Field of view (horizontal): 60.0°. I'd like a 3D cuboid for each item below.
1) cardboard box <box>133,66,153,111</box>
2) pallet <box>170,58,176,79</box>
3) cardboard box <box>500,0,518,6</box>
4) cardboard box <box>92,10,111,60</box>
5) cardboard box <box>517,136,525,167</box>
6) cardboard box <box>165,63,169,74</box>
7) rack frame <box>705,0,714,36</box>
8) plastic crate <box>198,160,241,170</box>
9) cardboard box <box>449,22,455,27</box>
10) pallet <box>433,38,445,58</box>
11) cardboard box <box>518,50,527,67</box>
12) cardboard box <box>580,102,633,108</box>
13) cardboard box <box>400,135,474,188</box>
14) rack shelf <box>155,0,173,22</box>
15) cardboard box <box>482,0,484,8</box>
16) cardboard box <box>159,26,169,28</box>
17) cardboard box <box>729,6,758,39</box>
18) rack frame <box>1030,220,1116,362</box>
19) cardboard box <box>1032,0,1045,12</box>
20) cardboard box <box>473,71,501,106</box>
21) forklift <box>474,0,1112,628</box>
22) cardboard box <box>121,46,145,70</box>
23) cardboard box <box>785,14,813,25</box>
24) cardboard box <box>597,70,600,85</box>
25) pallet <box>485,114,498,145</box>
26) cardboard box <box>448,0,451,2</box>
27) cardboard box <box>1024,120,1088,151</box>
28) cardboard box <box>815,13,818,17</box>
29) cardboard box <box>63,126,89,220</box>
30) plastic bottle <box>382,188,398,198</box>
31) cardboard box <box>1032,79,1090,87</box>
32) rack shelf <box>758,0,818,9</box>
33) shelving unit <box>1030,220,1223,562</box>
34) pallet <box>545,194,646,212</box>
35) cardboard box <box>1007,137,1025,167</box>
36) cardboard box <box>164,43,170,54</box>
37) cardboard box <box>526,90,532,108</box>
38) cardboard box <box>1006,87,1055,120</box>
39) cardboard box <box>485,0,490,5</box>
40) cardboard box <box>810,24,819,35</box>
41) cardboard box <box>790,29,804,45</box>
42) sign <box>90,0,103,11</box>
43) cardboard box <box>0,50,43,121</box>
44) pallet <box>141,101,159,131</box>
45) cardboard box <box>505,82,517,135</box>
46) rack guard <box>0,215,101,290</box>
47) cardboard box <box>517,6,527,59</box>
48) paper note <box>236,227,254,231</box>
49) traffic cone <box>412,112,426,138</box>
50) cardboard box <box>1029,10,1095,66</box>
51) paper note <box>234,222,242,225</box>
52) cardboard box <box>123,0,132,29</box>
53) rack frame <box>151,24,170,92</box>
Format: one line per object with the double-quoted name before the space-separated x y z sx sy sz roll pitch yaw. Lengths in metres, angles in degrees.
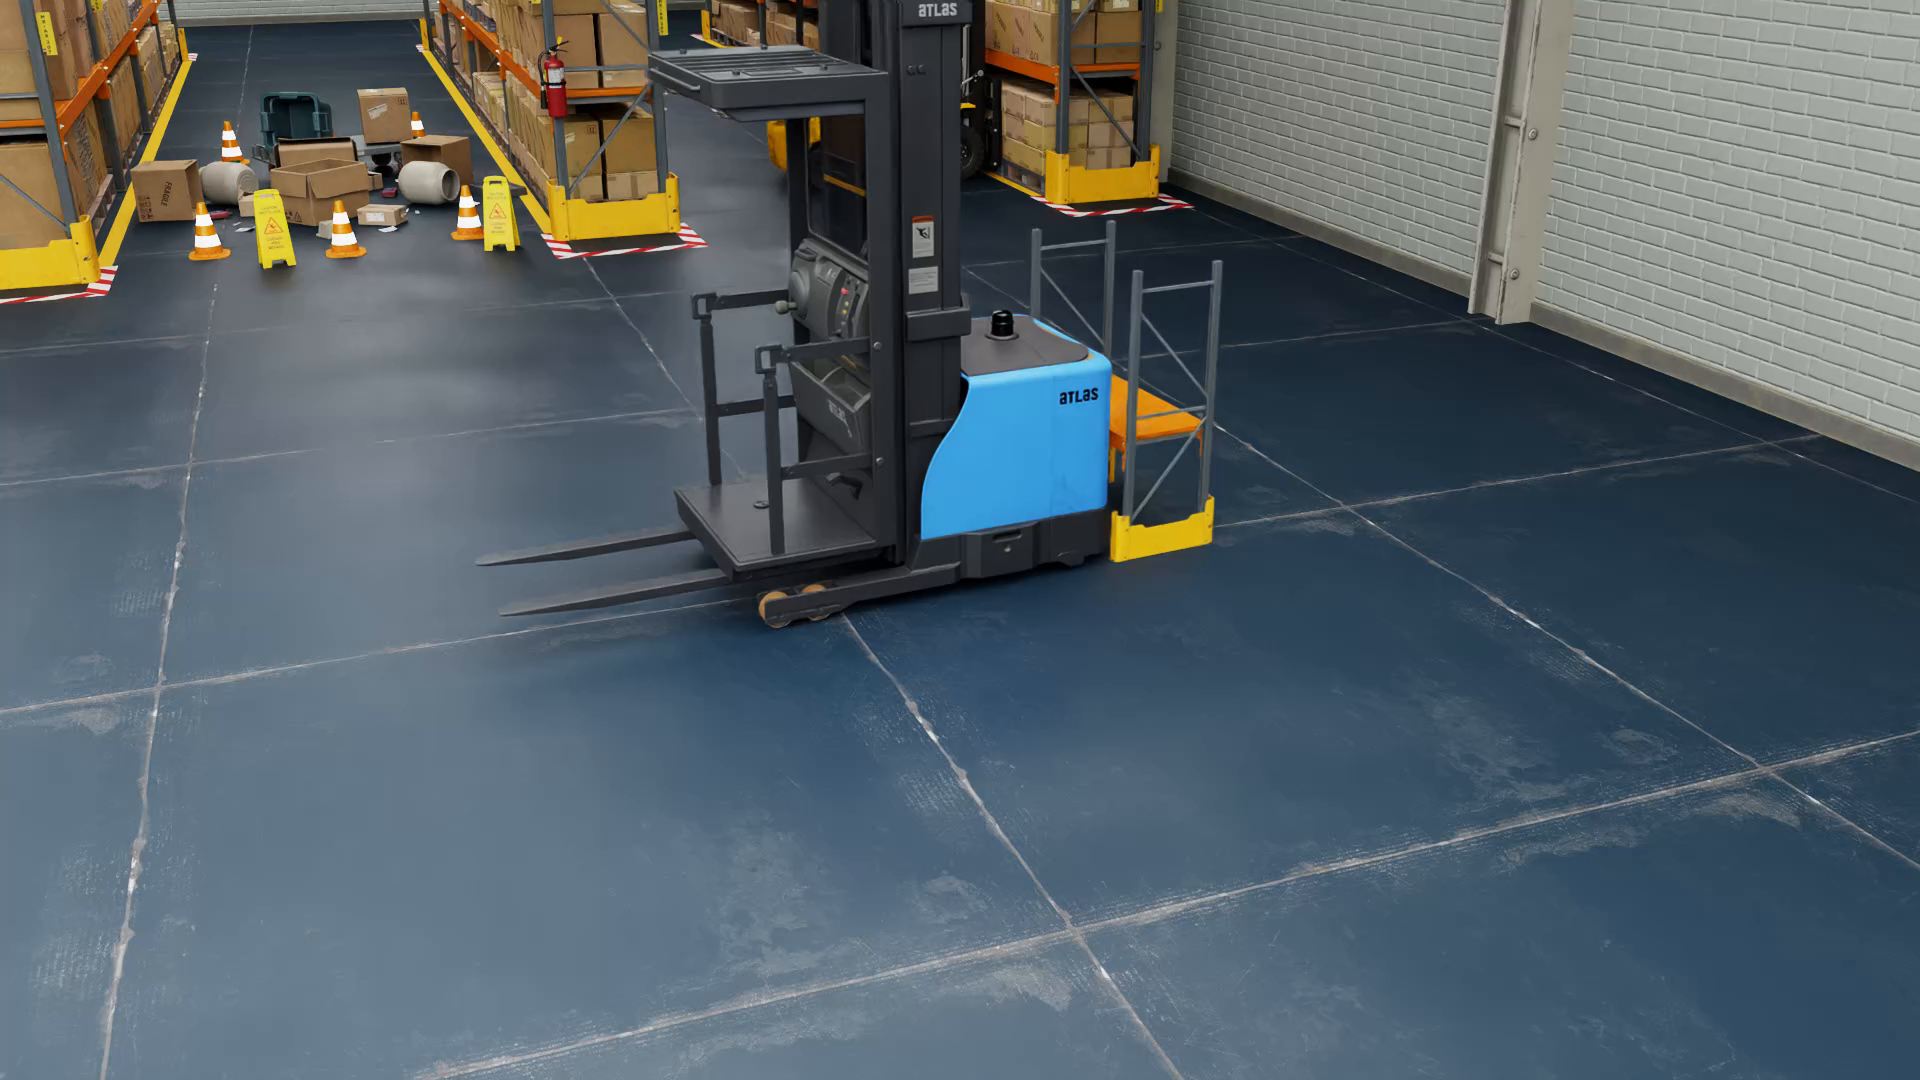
"cardboard box" -10.622 -5.756 21.223 0.500 0.500 0.500 -9 25 -21
"pallet" -12.729 -7.274 25.737 1.003 0.211 1.213 -8 24 -19
"cardboard box" -4.023 -5.387 15.871 0.700 0.500 0.500 -9 24 -20
"cardboard box" -9.132 -5.243 17.199 0.500 0.500 0.500 -8 24 -18
"cardboard box" -4.448 -4.168 17.776 0.500 0.250 0.500 -7 24 -16
"cardboard box" -11.852 -6.932 24.465 0.380 0.149 0.250 -9 25 -21
"rack frame" -4.200 -10.728 30.340 1.000 3.000 0.127 -8 24 -19
"plastic crate" -7.911 -3.817 17.490 0.450 0.188 0.662 -6 21 12
"cardboard box" -7.867 -8.173 27.037 0.875 0.438 0.875 -9 25 -21
"pallet" -8.486 -8.481 28.599 1.003 0.211 1.213 -8 24 -19
"cardboard box" -4.233 -4.857 16.735 0.380 0.149 0.250 -8 24 -19
"cardboard box" -3.583 -4.216 16.925 0.500 0.500 0.500 -8 24 -18
"cardboard box" -5.497 -3.958 17.495 0.500 0.500 0.500 8 24 18
"rack shelf" -12.731 -8.271 25.438 1.077 0.370 4.000 -8 24 -19
"cardboard box" -5.549 -6.479 20.042 0.380 0.149 0.250 -8 24 -17
"cardboard box" -12.736 -8.047 26.344 0.380 0.149 0.250 -9 25 -21
"cardboard box" -3.713 -9.012 28.948 0.500 0.500 0.500 -8 24 -18
"rack frame" 0.610 -0.989 9.165 0.500 1.500 0.032 -11 25 -24
"cardboard box" 0.950 -5.435 16.820 0.380 0.149 0.250 -8 24 -18
"cardboard box" -5.826 -5.914 21.763 0.950 0.372 0.625 -10 25 -23
"forklift" -0.805 -1.174 7.761 3.031 2.935 1.130 -10 25 -22
"cardboard box" -10.628 -6.094 21.058 0.500 0.250 0.500 -9 25 -21
"cardboard box" -2.528 -8.169 26.111 0.380 0.149 0.250 -9 24 -20
"cardboard box" -3.219 -4.358 15.550 0.380 0.149 0.250 -8 24 -18
"pallet" -5.314 -5.127 20.642 1.003 0.211 1.213 -8 24 -19
"cardboard box" -7.002 -7.768 23.510 0.500 0.250 0.500 -9 24 -20
"cardboard box" 0.988 -4.205 17.220 0.500 0.250 0.500 -9 24 -20
"cardboard box" -2.080 -8.249 26.303 0.380 0.149 0.250 -10 25 -22
"cardboard box" -8.399 -3.287 14.882 0.875 0.875 0.875 -9 24 -20
"plastic bottle" -5.901 -3.605 17.224 0.133 0.061 0.283 -4 23 -10
"cardboard box" 1.113 -4.866 18.146 0.500 0.250 0.500 -9 24 -19
"rack shelf" -2.080 -8.216 25.308 1.077 0.370 4.000 -8 24 -19
"shelving unit" 0.828 -0.814 8.751 0.587 1.500 1.083 -11 25 -24
"pallet" -3.471 -3.274 16.247 1.003 0.211 1.213 -8 24 -19
"cardboard box" 0.824 -4.150 17.734 0.500 0.250 0.500 -8 24 -19
"cardboard box" -12.344 -7.534 25.509 0.380 0.149 0.250 -9 24 -19
"cardboard box" -4.087 -4.370 16.455 0.380 0.149 0.250 -7 24 -17
"cardboard box" 0.812 -4.611 17.539 0.500 0.250 0.500 -8 24 -18
"cardboard box" -5.157 -6.378 18.968 0.500 0.500 0.500 -8 24 -19
"cardboard box" -2.013 -7.605 24.774 0.380 0.149 0.250 -8 24 -17
"cardboard box" -2.279 -7.546 25.469 0.500 0.500 0.500 -9 25 -21
"sign" -8.679 -5.481 16.676 0.100 0.325 0.005 -8 24 -19
"cardboard box" -7.958 -3.714 13.506 0.875 0.550 0.550 -8 24 -19
"pallet" -10.886 -5.422 21.342 1.003 0.211 1.213 -8 24 -19
"cardboard box" -4.647 -4.706 18.087 0.500 0.500 0.500 -7 24 -16
"rack guard" -7.776 -2.355 13.694 1.175 0.500 0.348 -8 24 -19
"cardboard box" -3.985 -4.939 16.095 0.500 0.500 0.500 -8 24 -19
"paper note" -6.736 -2.934 15.675 0.144 0.017 0.142 0 23 -1
"traffic cone" -6.351 -4.775 19.482 0.336 0.463 0.334 -8 24 -19
"cardboard box" 1.033 -5.103 16.866 0.500 0.500 0.500 -9 24 -20
"paper note" -6.920 -3.029 15.925 0.032 0.001 0.123 4 23 9
"cardboard box" -10.201 -6.342 19.806 0.500 0.500 0.500 -8 24 -19
"rack frame" -12.024 -7.876 23.575 1.000 3.000 0.127 -8 24 -19
